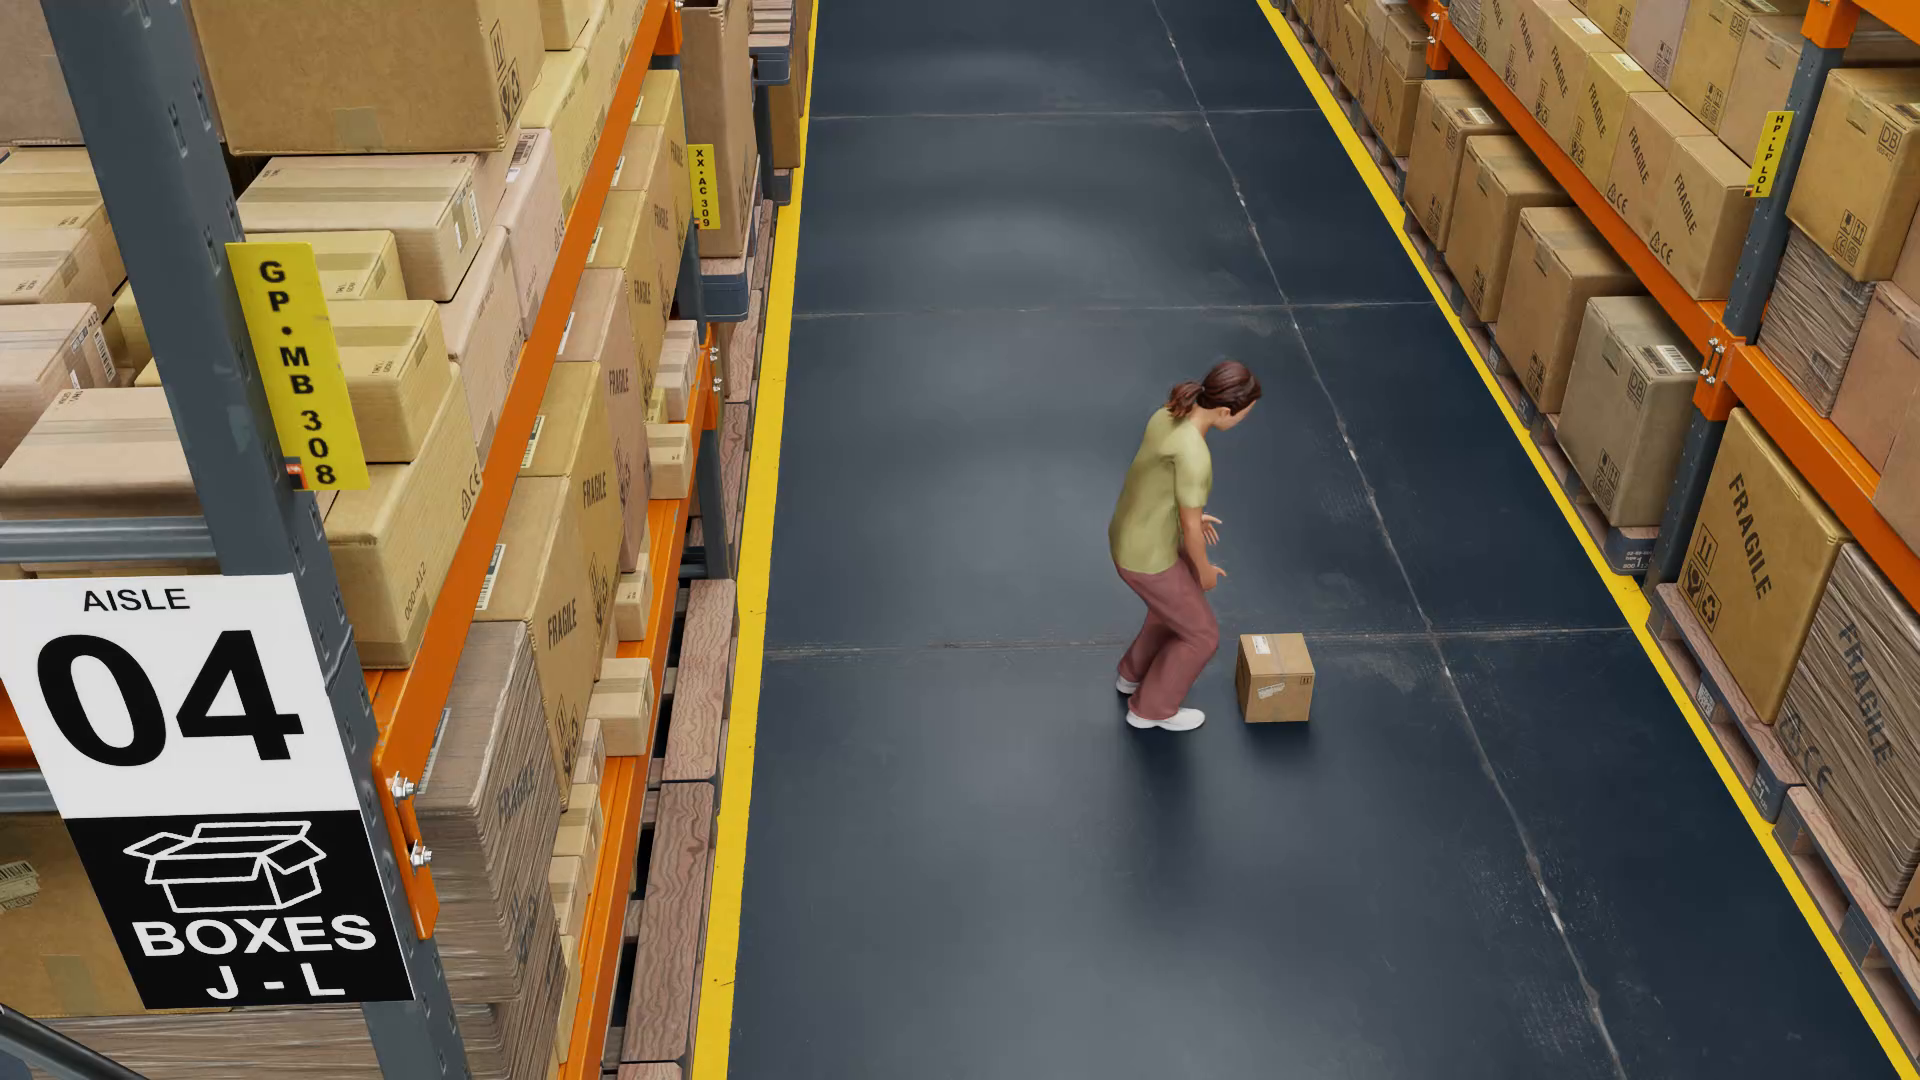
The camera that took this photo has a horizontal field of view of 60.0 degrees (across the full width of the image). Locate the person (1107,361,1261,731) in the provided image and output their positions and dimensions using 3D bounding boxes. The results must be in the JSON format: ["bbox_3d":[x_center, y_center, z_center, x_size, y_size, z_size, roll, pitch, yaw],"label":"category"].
[{"bbox_3d":[0.809,0.016,6.252,0.510,1.537,0.494,-1,35,-1],"label":"person"}]
